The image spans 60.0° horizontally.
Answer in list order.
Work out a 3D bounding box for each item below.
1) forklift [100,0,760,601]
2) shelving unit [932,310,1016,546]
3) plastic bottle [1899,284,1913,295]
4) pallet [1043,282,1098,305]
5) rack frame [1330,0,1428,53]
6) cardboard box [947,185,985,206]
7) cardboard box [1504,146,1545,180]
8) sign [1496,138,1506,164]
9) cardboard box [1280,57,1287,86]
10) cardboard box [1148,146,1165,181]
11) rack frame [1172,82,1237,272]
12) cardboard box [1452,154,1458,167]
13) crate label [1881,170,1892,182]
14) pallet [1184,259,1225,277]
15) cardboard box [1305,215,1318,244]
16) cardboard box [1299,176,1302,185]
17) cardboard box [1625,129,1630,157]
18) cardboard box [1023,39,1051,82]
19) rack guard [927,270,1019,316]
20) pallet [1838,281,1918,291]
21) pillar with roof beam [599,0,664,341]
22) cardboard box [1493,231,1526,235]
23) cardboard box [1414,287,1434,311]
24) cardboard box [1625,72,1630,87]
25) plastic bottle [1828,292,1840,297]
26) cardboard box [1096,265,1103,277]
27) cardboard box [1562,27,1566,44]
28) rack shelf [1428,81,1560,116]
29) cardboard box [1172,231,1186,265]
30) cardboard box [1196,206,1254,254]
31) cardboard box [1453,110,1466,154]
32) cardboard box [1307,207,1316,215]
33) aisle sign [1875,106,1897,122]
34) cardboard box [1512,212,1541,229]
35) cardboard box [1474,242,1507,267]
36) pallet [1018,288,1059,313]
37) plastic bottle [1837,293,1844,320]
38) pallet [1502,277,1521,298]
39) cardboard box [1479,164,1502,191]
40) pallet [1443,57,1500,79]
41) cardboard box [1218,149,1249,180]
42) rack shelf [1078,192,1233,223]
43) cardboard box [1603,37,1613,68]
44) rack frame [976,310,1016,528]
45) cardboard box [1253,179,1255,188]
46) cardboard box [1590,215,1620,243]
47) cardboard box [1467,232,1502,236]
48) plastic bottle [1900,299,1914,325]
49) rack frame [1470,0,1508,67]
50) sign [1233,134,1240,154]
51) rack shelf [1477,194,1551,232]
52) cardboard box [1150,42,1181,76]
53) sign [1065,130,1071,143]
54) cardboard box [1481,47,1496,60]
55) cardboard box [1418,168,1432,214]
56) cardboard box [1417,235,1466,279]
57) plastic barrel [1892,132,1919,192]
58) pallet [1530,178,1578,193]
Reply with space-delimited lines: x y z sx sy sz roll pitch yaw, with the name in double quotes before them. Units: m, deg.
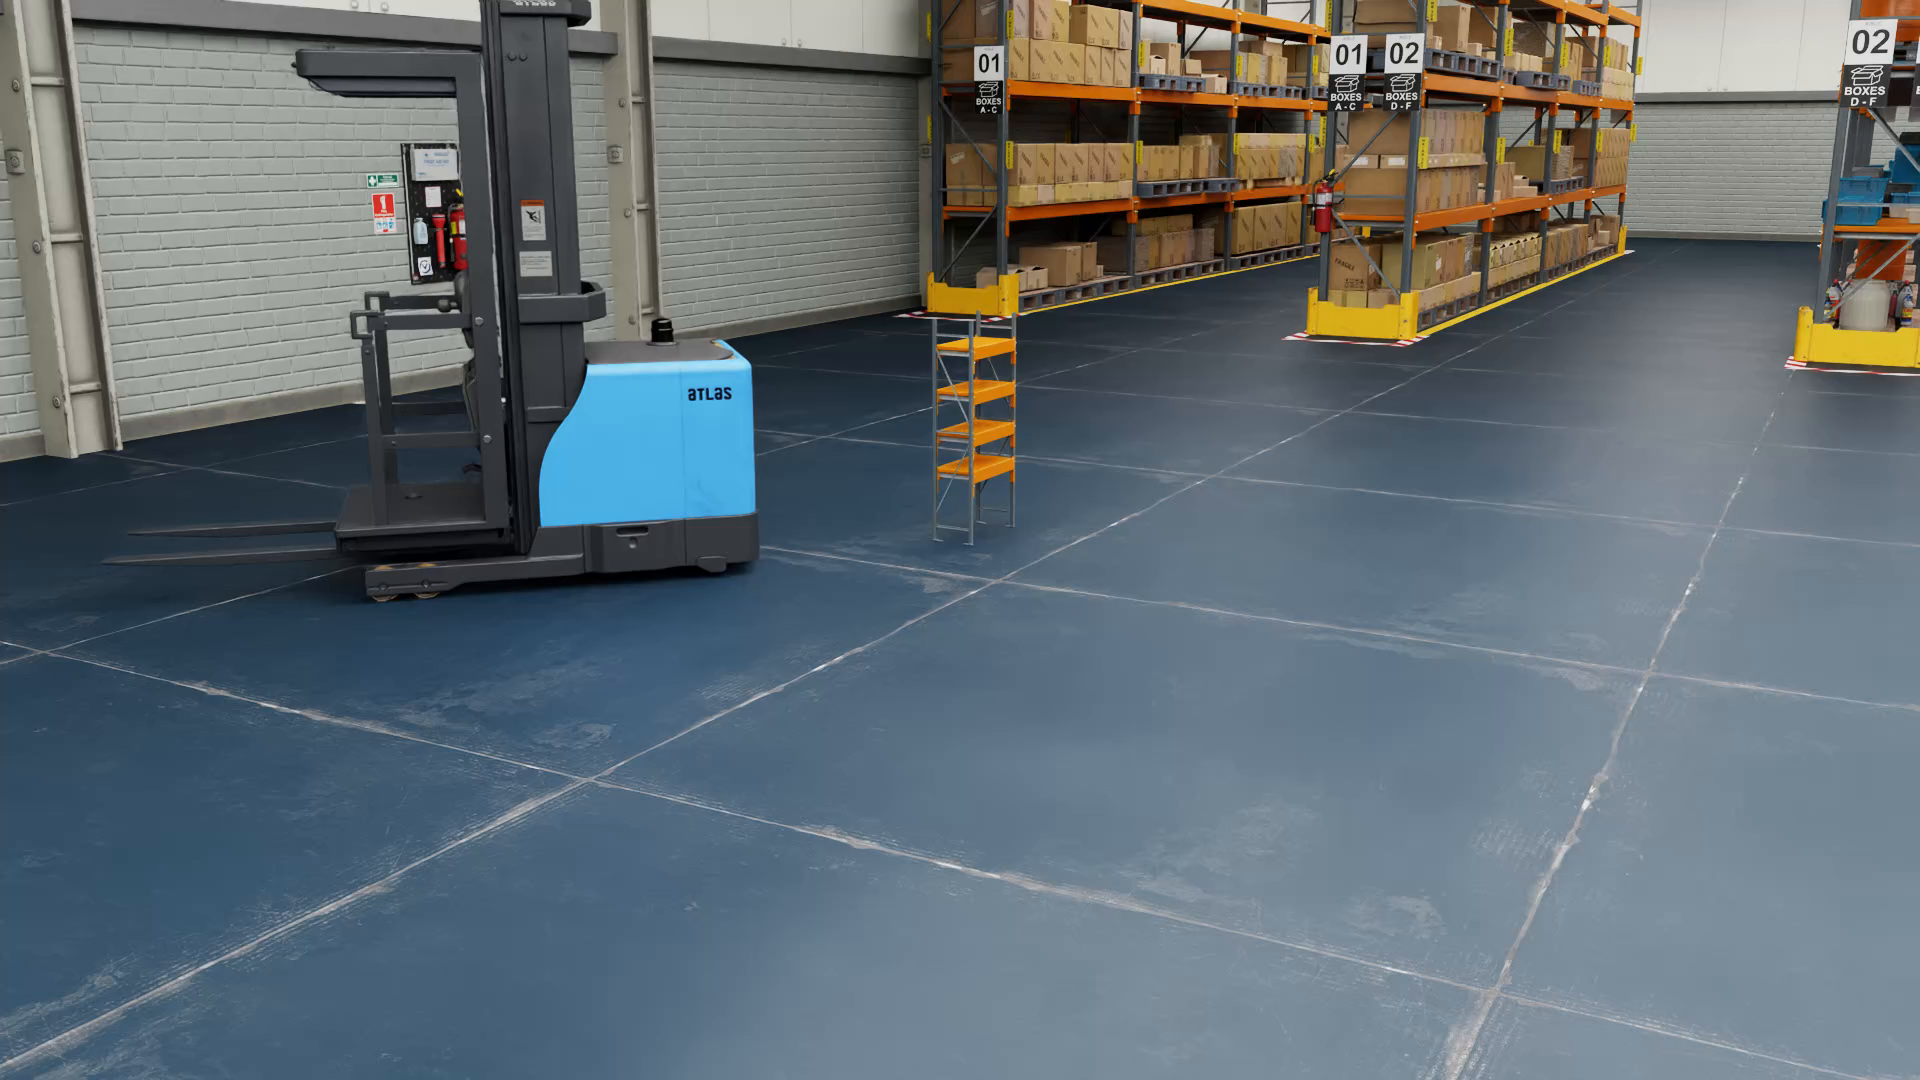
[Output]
"forklift" -2.584 -1.273 8.059 3.031 2.935 1.130 -4 14 -15
"shelving unit" 0.080 -0.617 9.034 0.258 1.200 0.503 7 15 28
"plastic bottle" 10.416 -2.646 18.324 0.144 0.351 0.185 7 15 28
"pallet" 1.169 -3.365 22.539 1.003 0.211 1.213 7 15 28
"rack frame" 4.456 -6.649 17.411 1.000 3.000 0.127 7 15 28
"cardboard box" 0.174 -4.347 20.943 0.500 0.250 0.500 8 16 29
"cardboard box" 8.529 -5.768 25.450 0.700 0.500 0.500 2 14 9
"sign" 6.877 -4.950 21.148 0.100 0.325 0.005 7 15 28
"cardboard box" 5.398 -8.307 29.539 0.700 0.500 0.500 6 15 25
"cardboard box" 2.604 -5.590 24.669 0.700 0.500 0.500 9 16 34
"rack frame" 3.985 -5.934 27.247 1.000 3.000 0.127 7 15 28
"cardboard box" 5.705 -4.521 19.791 0.380 0.149 0.250 8 16 30
"crate label" 11.941 -4.655 21.868 0.502 0.435 0.616 7 15 28
"pallet" 3.606 -4.418 26.909 1.003 0.211 1.213 7 15 28
"cardboard box" 6.370 -5.885 31.483 0.700 0.500 0.500 8 16 29
"cardboard box" 6.004 -6.541 30.257 0.380 0.149 0.250 8 15 29
"cardboard box" 12.217 -7.427 31.093 0.500 0.500 0.500 7 15 28
"cardboard box" 0.789 -5.956 20.681 0.500 0.500 0.500 9 16 32
"rack guard" 0.155 -3.093 20.796 1.175 0.500 0.348 7 15 28
"pallet" 12.249 -3.301 22.277 1.003 0.211 1.213 7 15 28
"pillar with roof beam" 0.567 -5.732 13.609 9.100 9.000 0.400 7 15 28
"cardboard box" 8.570 -4.591 26.070 0.500 0.500 0.500 8 16 30
"cardboard box" 5.149 -2.787 19.166 0.500 0.250 0.500 7 15 28
"cardboard box" 11.924 -8.406 30.355 0.500 0.250 0.500 7 15 28
"plastic bottle" 9.508 -2.563 18.139 0.152 0.276 0.135 7 15 26
"cardboard box" 1.819 -3.837 23.654 0.380 0.166 0.250 5 15 21
"cardboard box" 9.033 -7.664 25.678 0.500 0.500 0.500 7 15 28
"rack shelf" 7.357 -6.072 22.953 1.077 0.370 4.000 7 15 28
"cardboard box" 3.117 -4.581 26.031 0.700 0.500 0.500 7 15 28
"cardboard box" 4.456 -5.229 28.014 0.750 0.750 0.750 7 15 27
"cardboard box" 5.695 -4.934 20.117 0.700 0.500 0.500 7 15 28
"cardboard box" 6.696 -6.250 31.613 0.380 0.149 0.250 8 16 30
"aisle sign" 16.300 -7.765 29.295 0.394 0.787 0.004 7 15 28
"cardboard box" 9.085 -5.178 26.904 0.500 0.250 0.500 7 15 27
"cardboard box" 7.054 -3.852 22.383 0.500 0.311 0.500 7 15 27
"pallet" 0.579 -3.115 21.505 1.003 0.211 1.213 7 15 28
"plastic bottle" 9.534 -2.527 17.971 0.061 0.283 0.133 7 15 28
"pallet" 7.301 -3.604 23.532 1.003 0.211 1.213 7 15 28
"cardboard box" 7.030 -4.865 22.601 0.500 0.500 0.500 9 16 32
"pallet" 6.000 -5.790 20.439 1.003 0.211 1.213 7 15 28
"cardboard box" 4.444 -6.208 27.491 0.500 0.500 0.500 8 16 30
"rack shelf" 3.019 -5.174 25.629 1.077 0.370 4.000 7 15 28
"cardboard box" 10.825 -8.378 28.636 0.700 0.500 0.500 7 15 28
"rack frame" 0.198 -0.667 9.241 0.240 1.200 0.015 7 15 28
"cardboard box" 4.811 -6.078 28.339 0.380 0.149 0.250 8 16 29
"cardboard box" 12.144 -5.874 31.393 0.500 0.500 0.500 7 15 28
"cardboard box" 7.813 -4.439 24.822 0.500 0.311 0.500 8 16 30
"plastic bottle" 9.940 -2.394 17.448 0.097 0.271 0.097 0 14 0
"rack frame" 6.390 -7.469 20.815 1.000 3.000 0.127 7 15 28
"sign" 4.465 -6.399 26.873 0.100 0.325 0.005 7 15 28
"rack shelf" 7.357 -4.613 23.304 1.077 0.370 4.000 7 15 28
"cardboard box" 2.982 -7.180 24.908 0.500 0.500 0.500 7 15 26
"sign" 1.564 -5.738 23.965 0.100 0.325 0.005 7 15 28
"cardboard box" 6.696 -6.268 21.655 0.500 0.250 0.500 9 16 34
"cardboard box" 4.943 -3.983 18.943 0.700 0.500 0.500 8 16 29
"cardboard box" 5.867 -3.461 20.359 0.500 0.500 0.500 7 15 28
"plastic barrel" 11.176 -4.279 19.315 0.600 0.901 0.708 7 15 28
"pallet" 9.260 -5.680 26.602 1.003 0.211 1.213 7 15 28
